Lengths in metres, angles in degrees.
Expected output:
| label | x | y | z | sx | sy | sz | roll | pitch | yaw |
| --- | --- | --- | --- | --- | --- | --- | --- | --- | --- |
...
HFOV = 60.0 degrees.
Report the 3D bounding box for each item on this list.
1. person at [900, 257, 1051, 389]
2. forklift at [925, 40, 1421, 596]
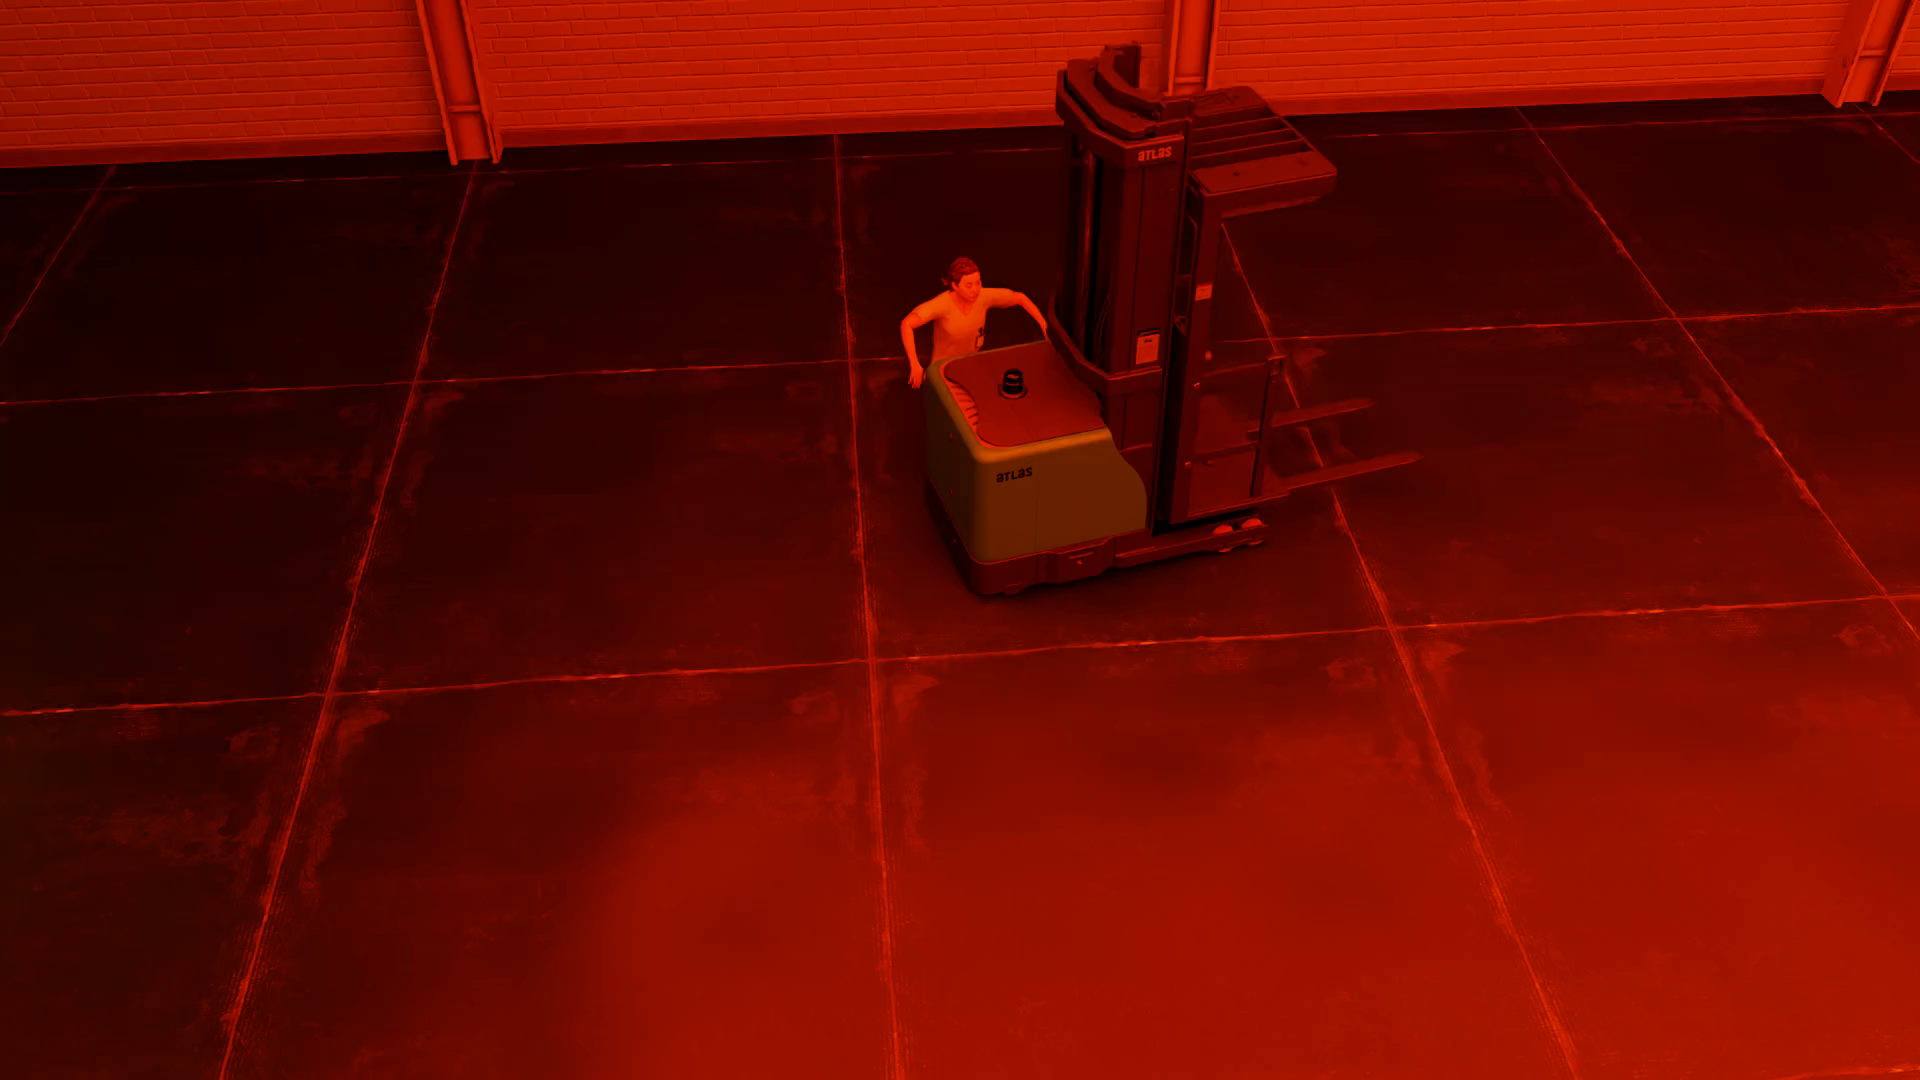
| label | x | y | z | sx | sy | sz | roll | pitch | yaw |
| --- | --- | --- | --- | --- | --- | --- | --- | --- | --- |
| person | 0.129 | -0.999 | 10.178 | 0.997 | 1.410 | 0.793 | -22 | 45 | -23 |
| forklift | 1.359 | -1.355 | 9.522 | 3.031 | 2.935 | 1.130 | -12 | 42 | -14 |
